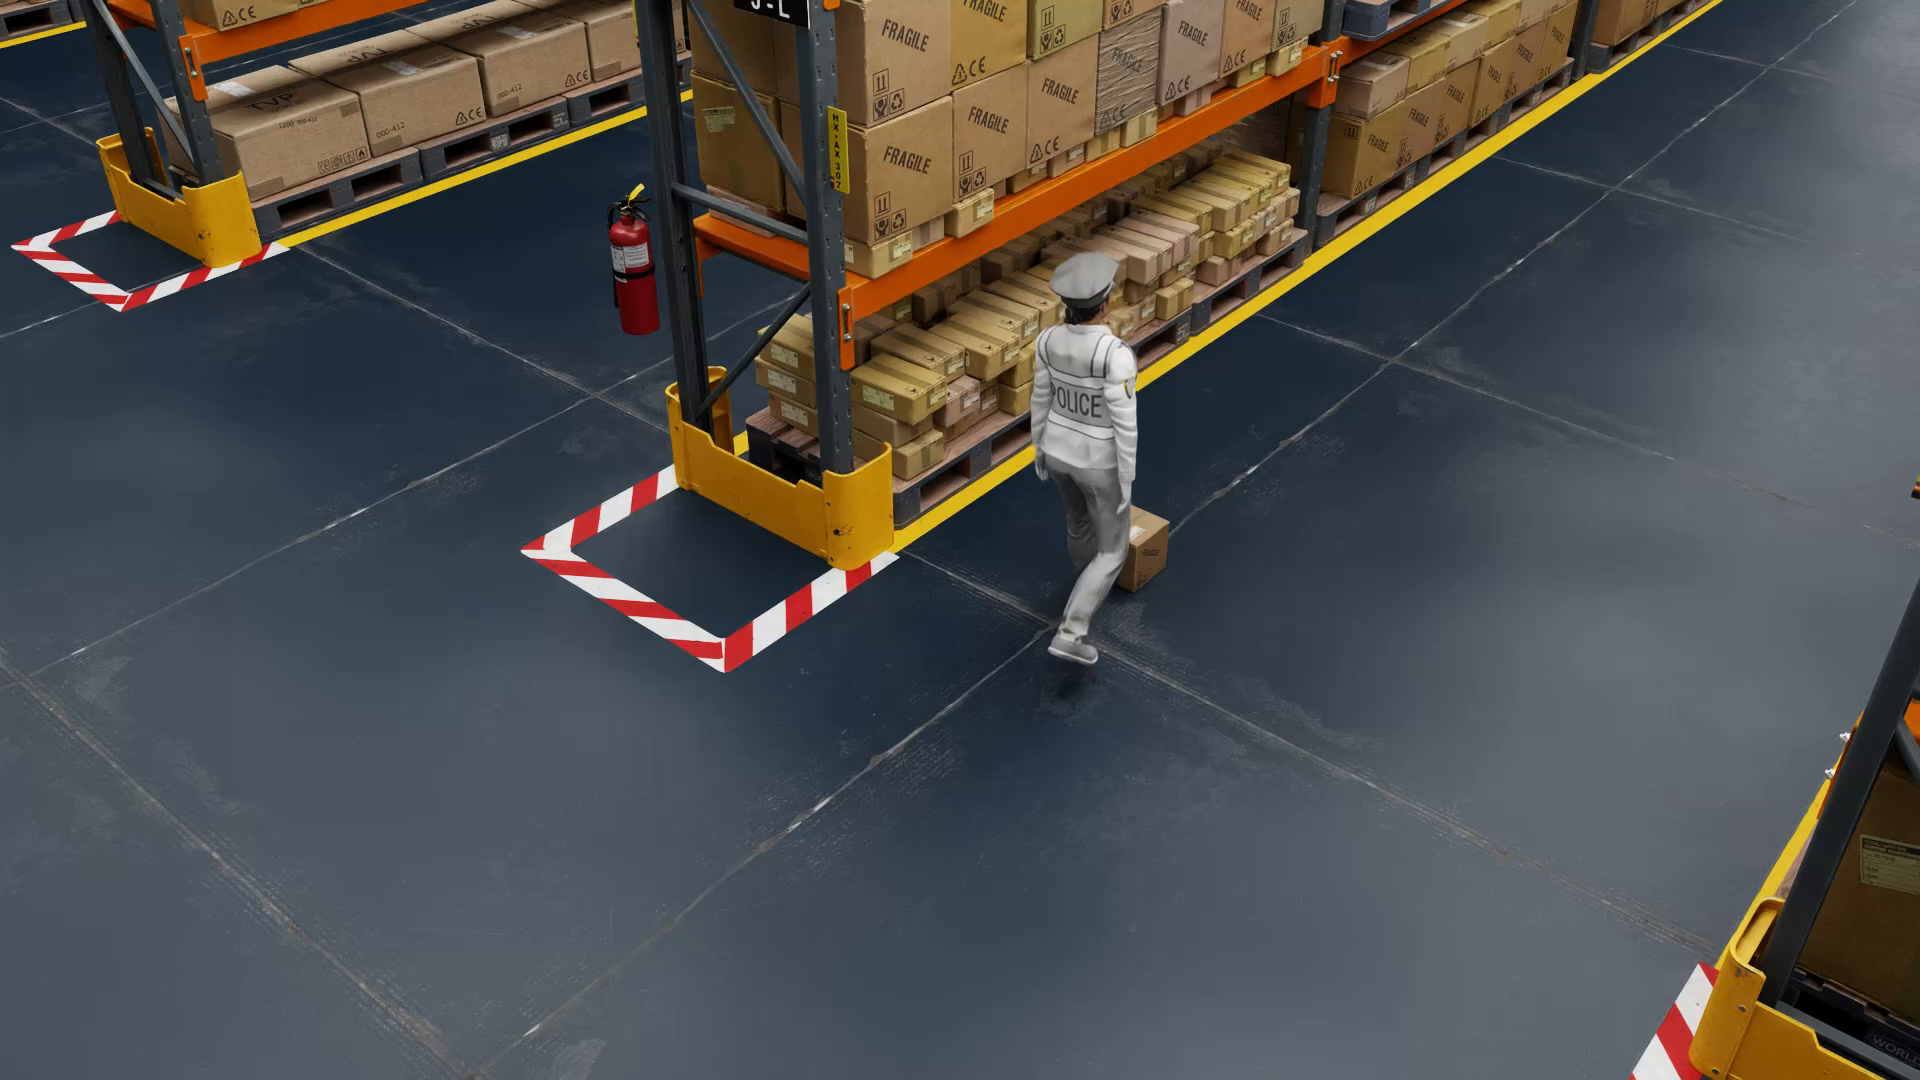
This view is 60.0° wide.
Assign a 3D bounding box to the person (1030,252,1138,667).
[{"bbox_3d":[0.498,-0.324,6.573,0.540,1.655,0.898,25,42,31],"label":"person"}]
